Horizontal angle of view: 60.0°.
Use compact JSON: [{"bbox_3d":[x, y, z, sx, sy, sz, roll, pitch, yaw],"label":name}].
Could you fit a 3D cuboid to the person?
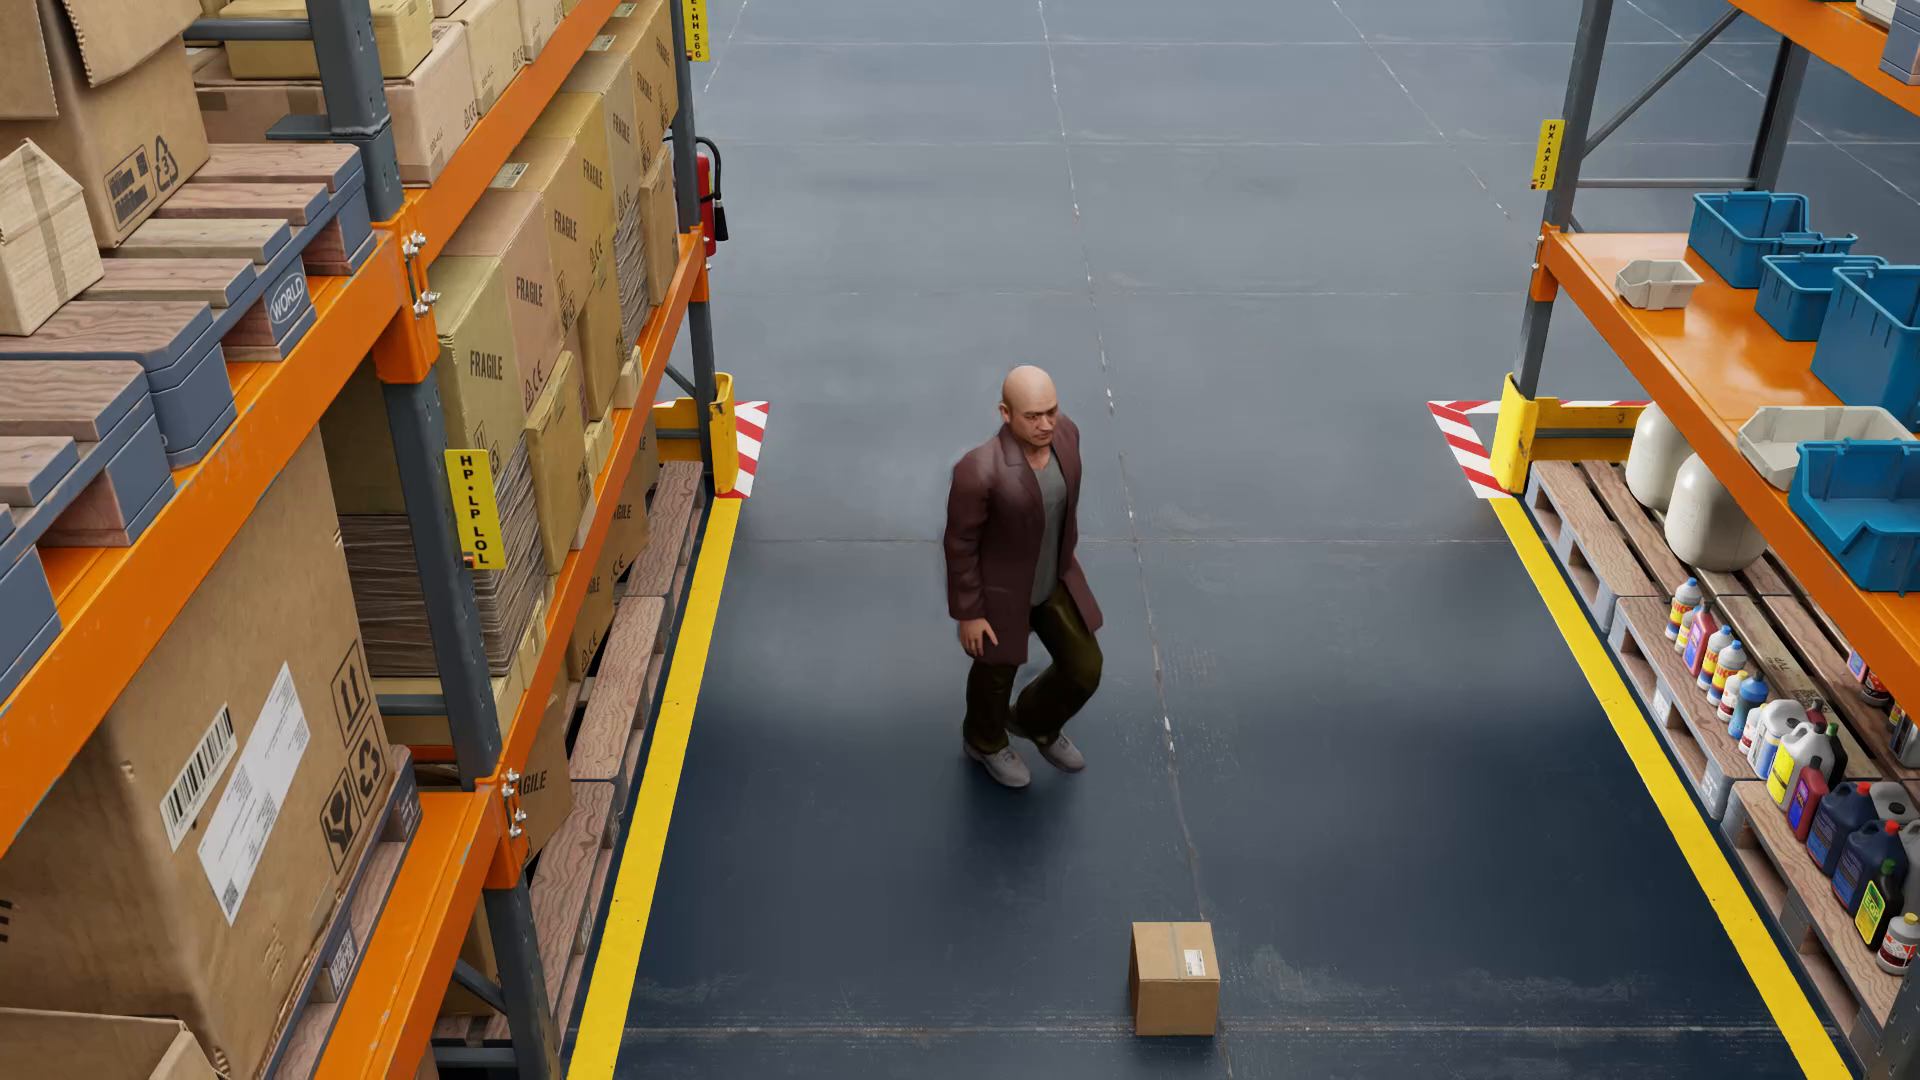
[{"bbox_3d":[0.197,0.152,5.865,0.637,1.761,0.551,-21,37,-30],"label":"person"}]
